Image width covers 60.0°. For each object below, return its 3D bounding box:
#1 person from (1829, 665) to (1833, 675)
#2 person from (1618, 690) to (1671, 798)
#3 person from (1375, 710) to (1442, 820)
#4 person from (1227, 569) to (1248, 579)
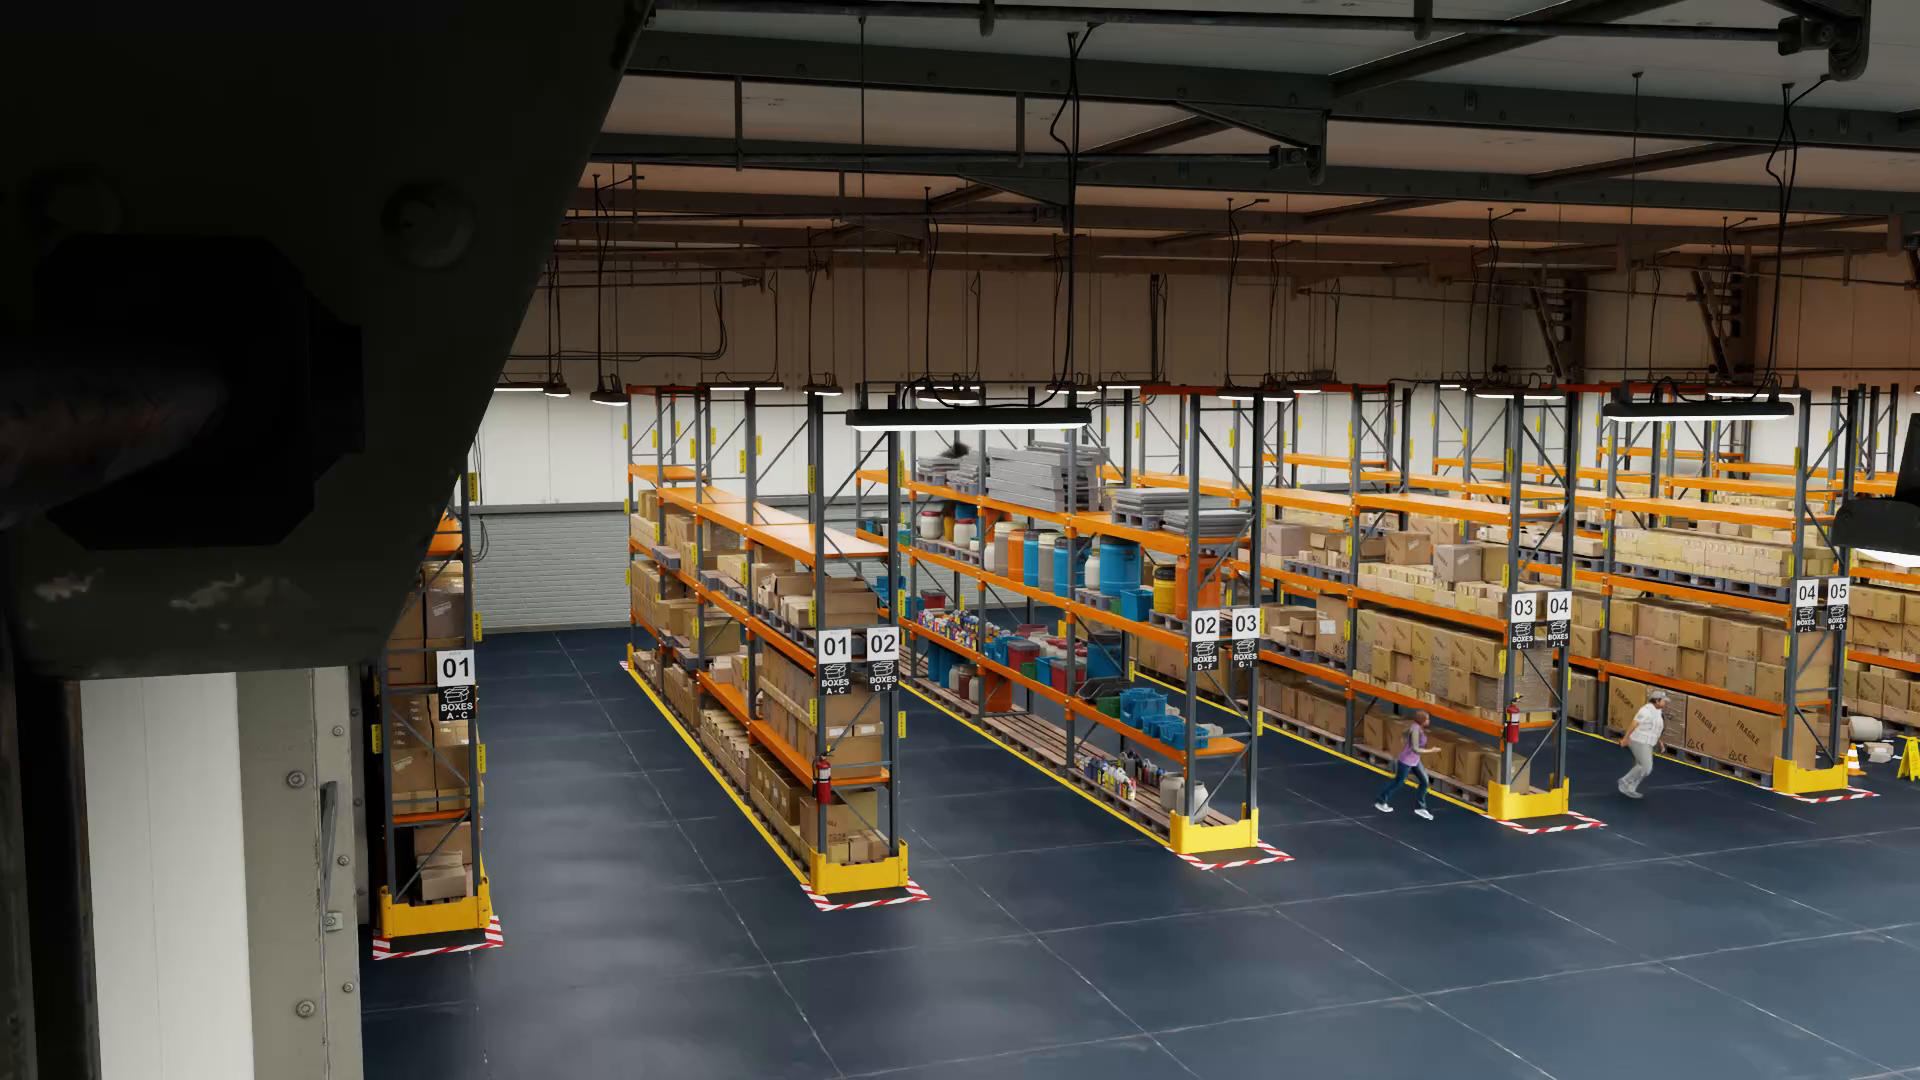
[{"bbox_3d":[17.413,2.038,33.670,0.576,1.622,0.866,-3,6,-23],"label":"person"},{"bbox_3d":[10.079,3.011,24.489,0.625,1.618,0.649,5,8,40],"label":"person"},{"bbox_3d":[6.314,3.141,23.375,0.915,1.568,0.540,4,7,31],"label":"person"},{"bbox_3d":[6.815,1.261,40.965,0.699,1.692,0.711,-4,7,-35],"label":"person"}]
